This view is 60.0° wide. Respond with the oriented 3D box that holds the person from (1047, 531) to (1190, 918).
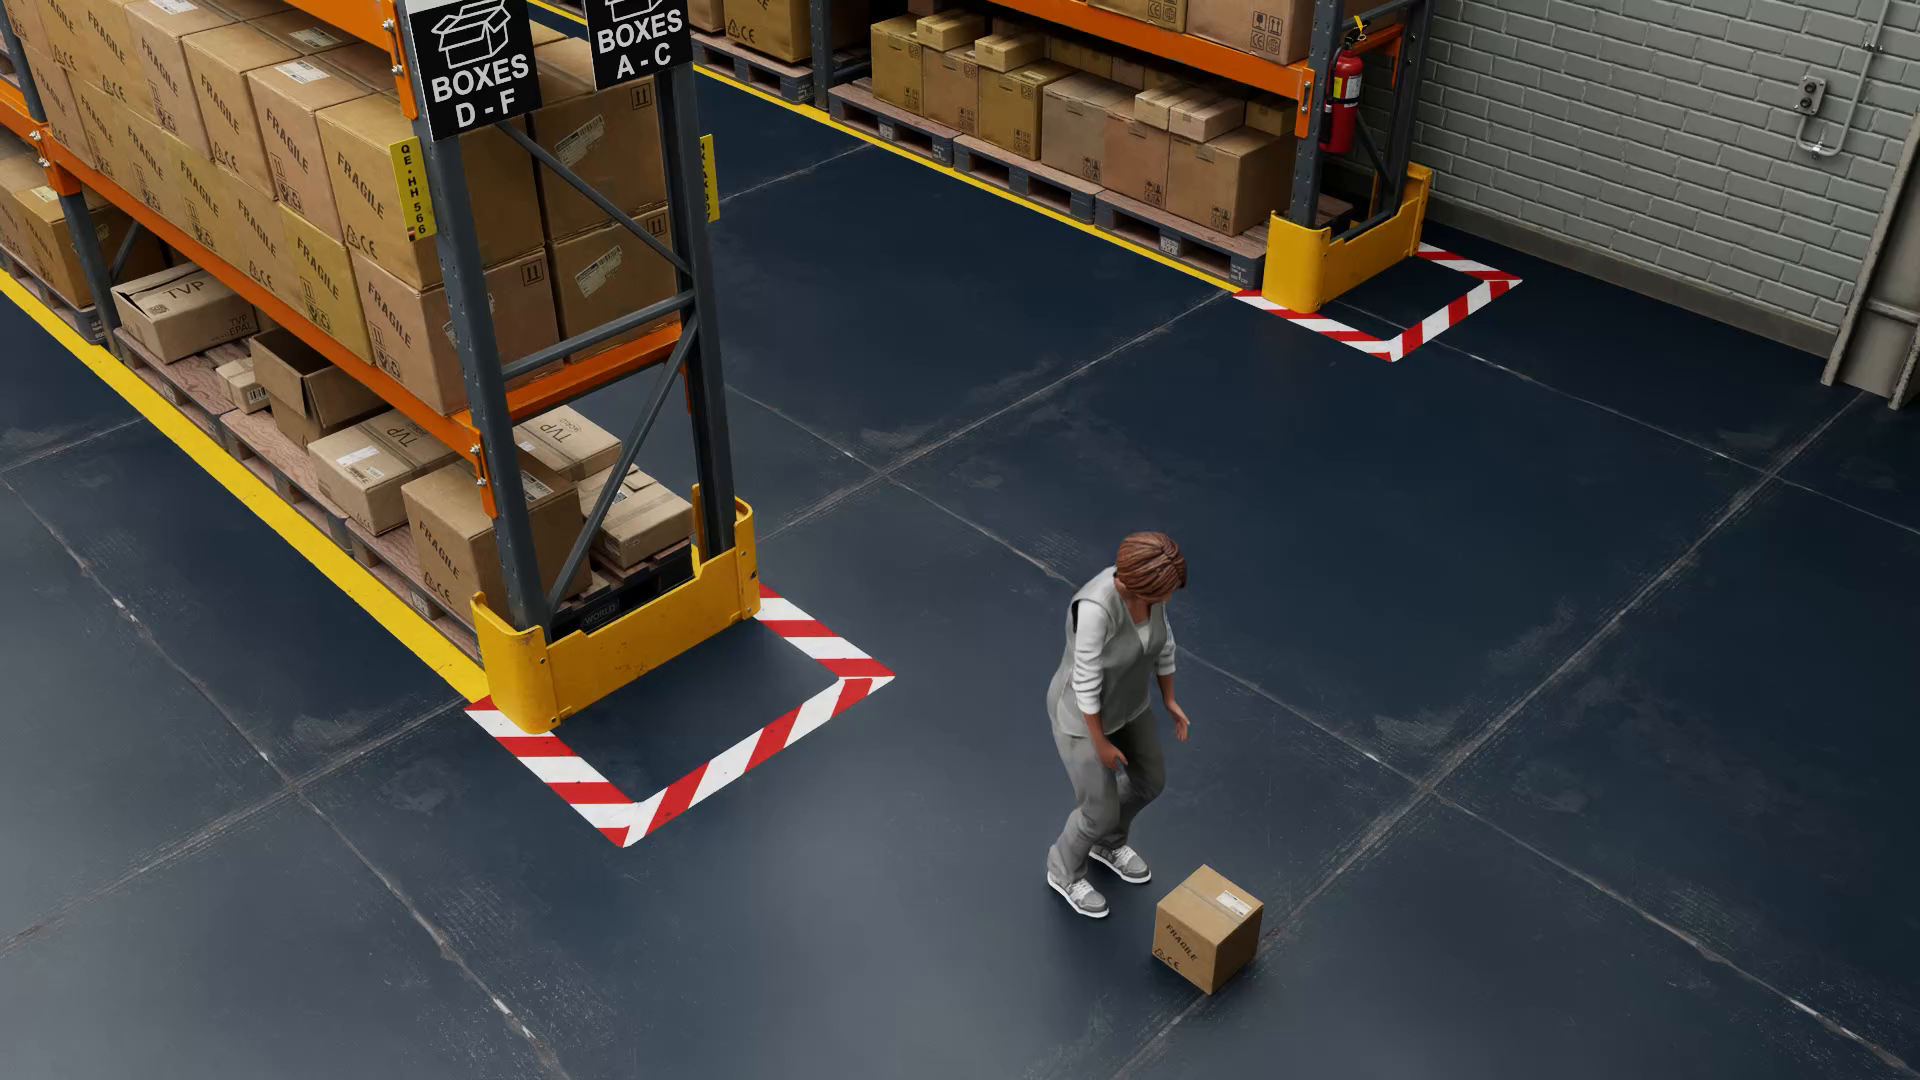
[{"bbox_3d":[0.511,0.577,5.431,0.433,1.523,0.418,-29,45,-34],"label":"person"}]
